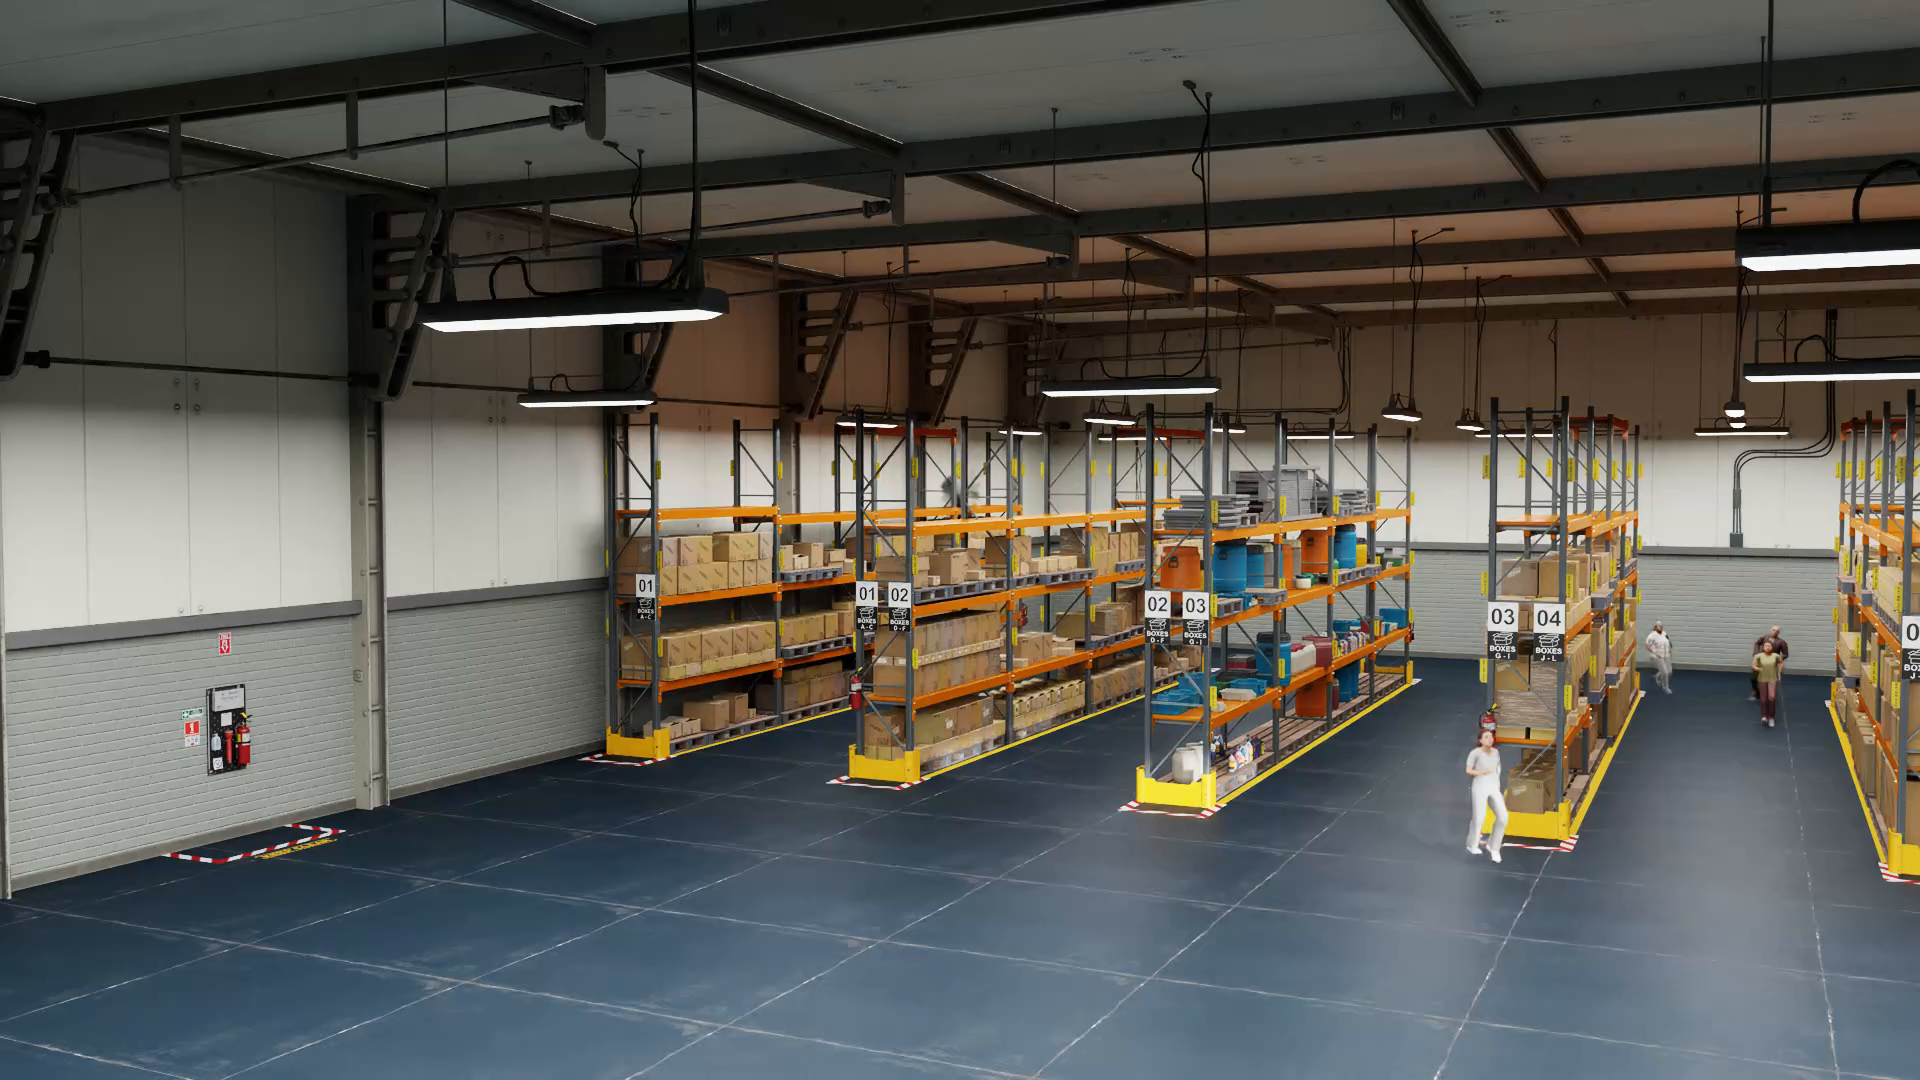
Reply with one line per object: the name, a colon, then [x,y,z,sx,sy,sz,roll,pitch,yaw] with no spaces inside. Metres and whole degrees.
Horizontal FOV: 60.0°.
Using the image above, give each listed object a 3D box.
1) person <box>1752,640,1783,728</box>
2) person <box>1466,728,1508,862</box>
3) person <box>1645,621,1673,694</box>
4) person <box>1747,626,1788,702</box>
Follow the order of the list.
person: [15.825,2.803,32.601,0.531,1.700,0.760,1,3,31]
person: [6.756,3.276,21.367,0.568,1.712,0.650,0,2,-10]
person: [15.719,2.628,37.432,0.606,1.617,0.576,-1,3,-18]
person: [17.367,2.662,35.742,0.781,1.670,0.765,1,3,26]
